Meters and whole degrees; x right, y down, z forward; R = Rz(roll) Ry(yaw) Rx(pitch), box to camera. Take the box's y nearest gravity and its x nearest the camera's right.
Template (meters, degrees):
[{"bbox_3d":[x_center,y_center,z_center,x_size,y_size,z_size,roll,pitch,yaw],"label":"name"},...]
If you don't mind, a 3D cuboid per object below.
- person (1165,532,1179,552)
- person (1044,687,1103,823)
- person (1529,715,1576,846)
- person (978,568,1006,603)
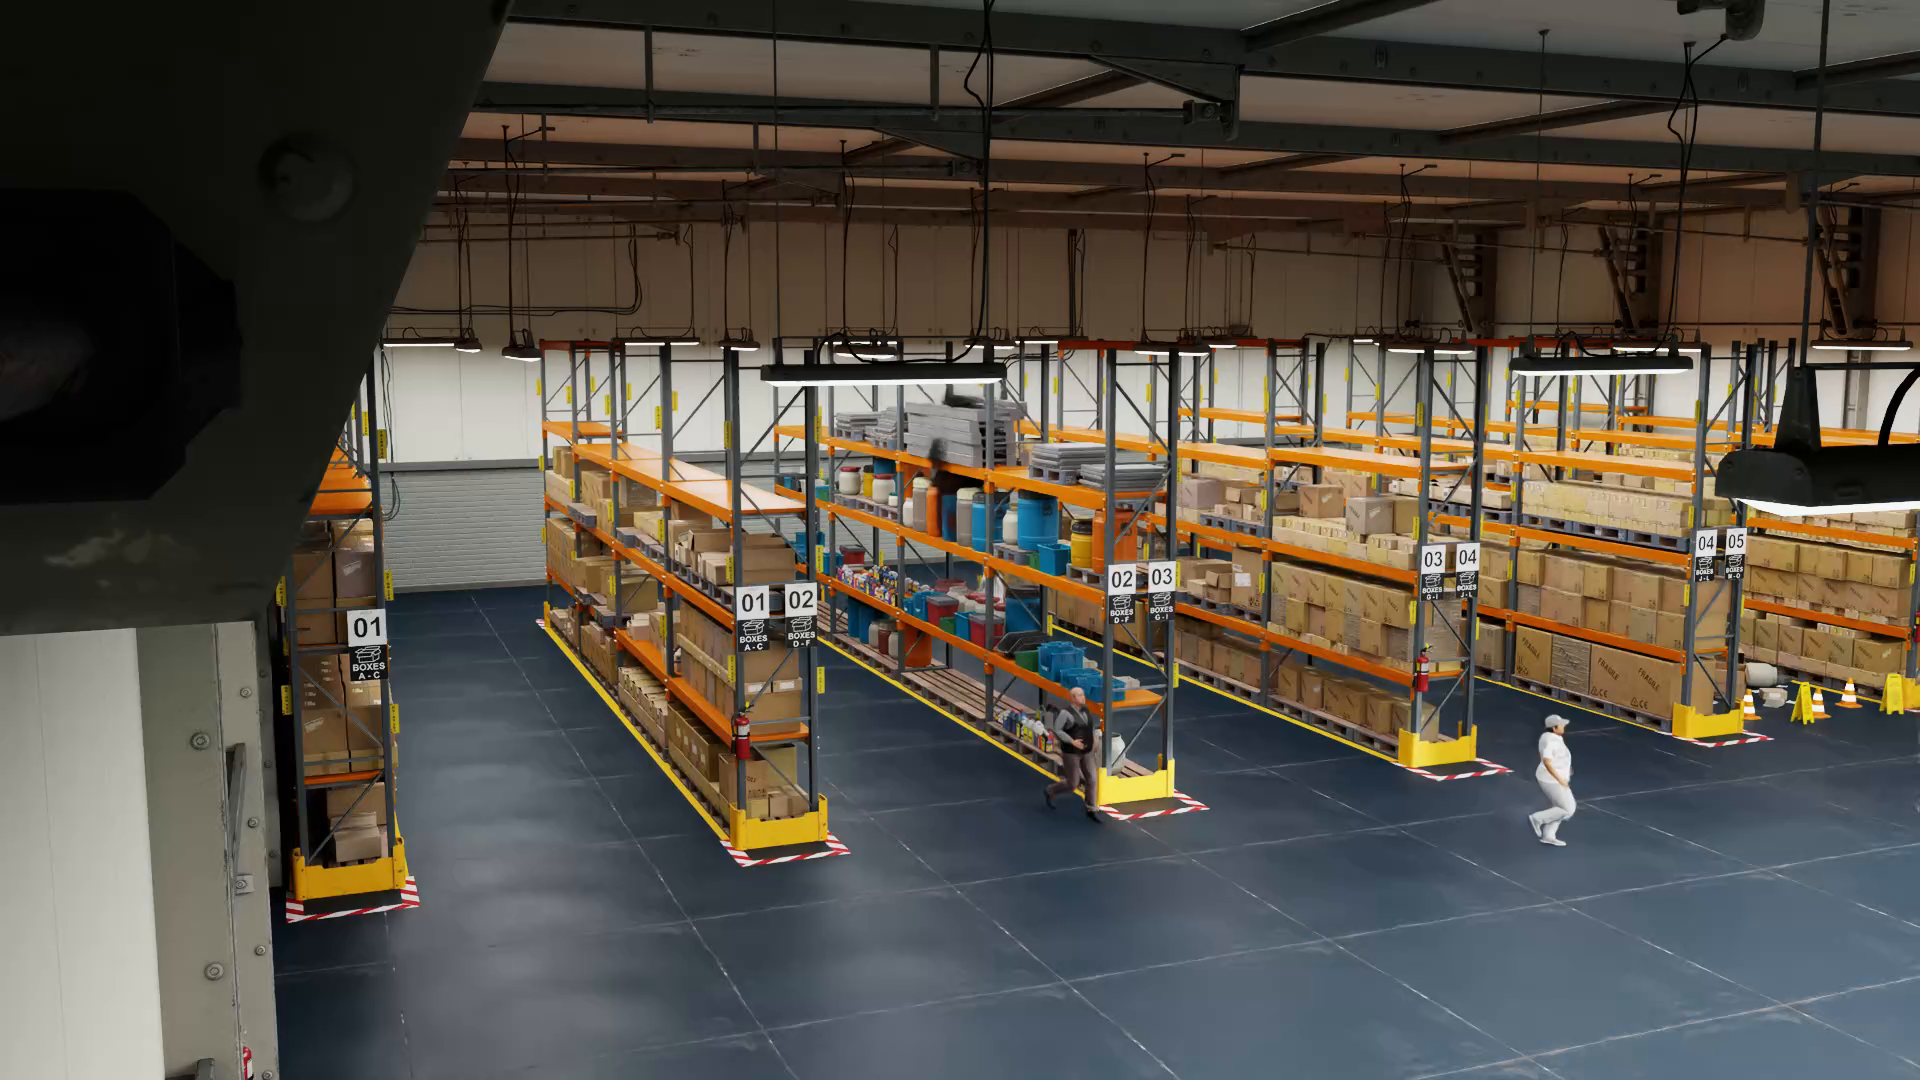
[{"bbox_3d":[4.698,0.566,38.064,0.740,1.673,1.027,-2,8,-16],"label":"person"},{"bbox_3d":[1.467,2.733,21.326,0.714,1.732,0.834,-7,10,-44],"label":"person"},{"bbox_3d":[7.215,2.922,20.211,0.497,1.628,0.615,1,7,7],"label":"person"},{"bbox_3d":[0.676,1.243,32.553,0.636,1.725,0.576,-4,8,-27],"label":"person"}]
